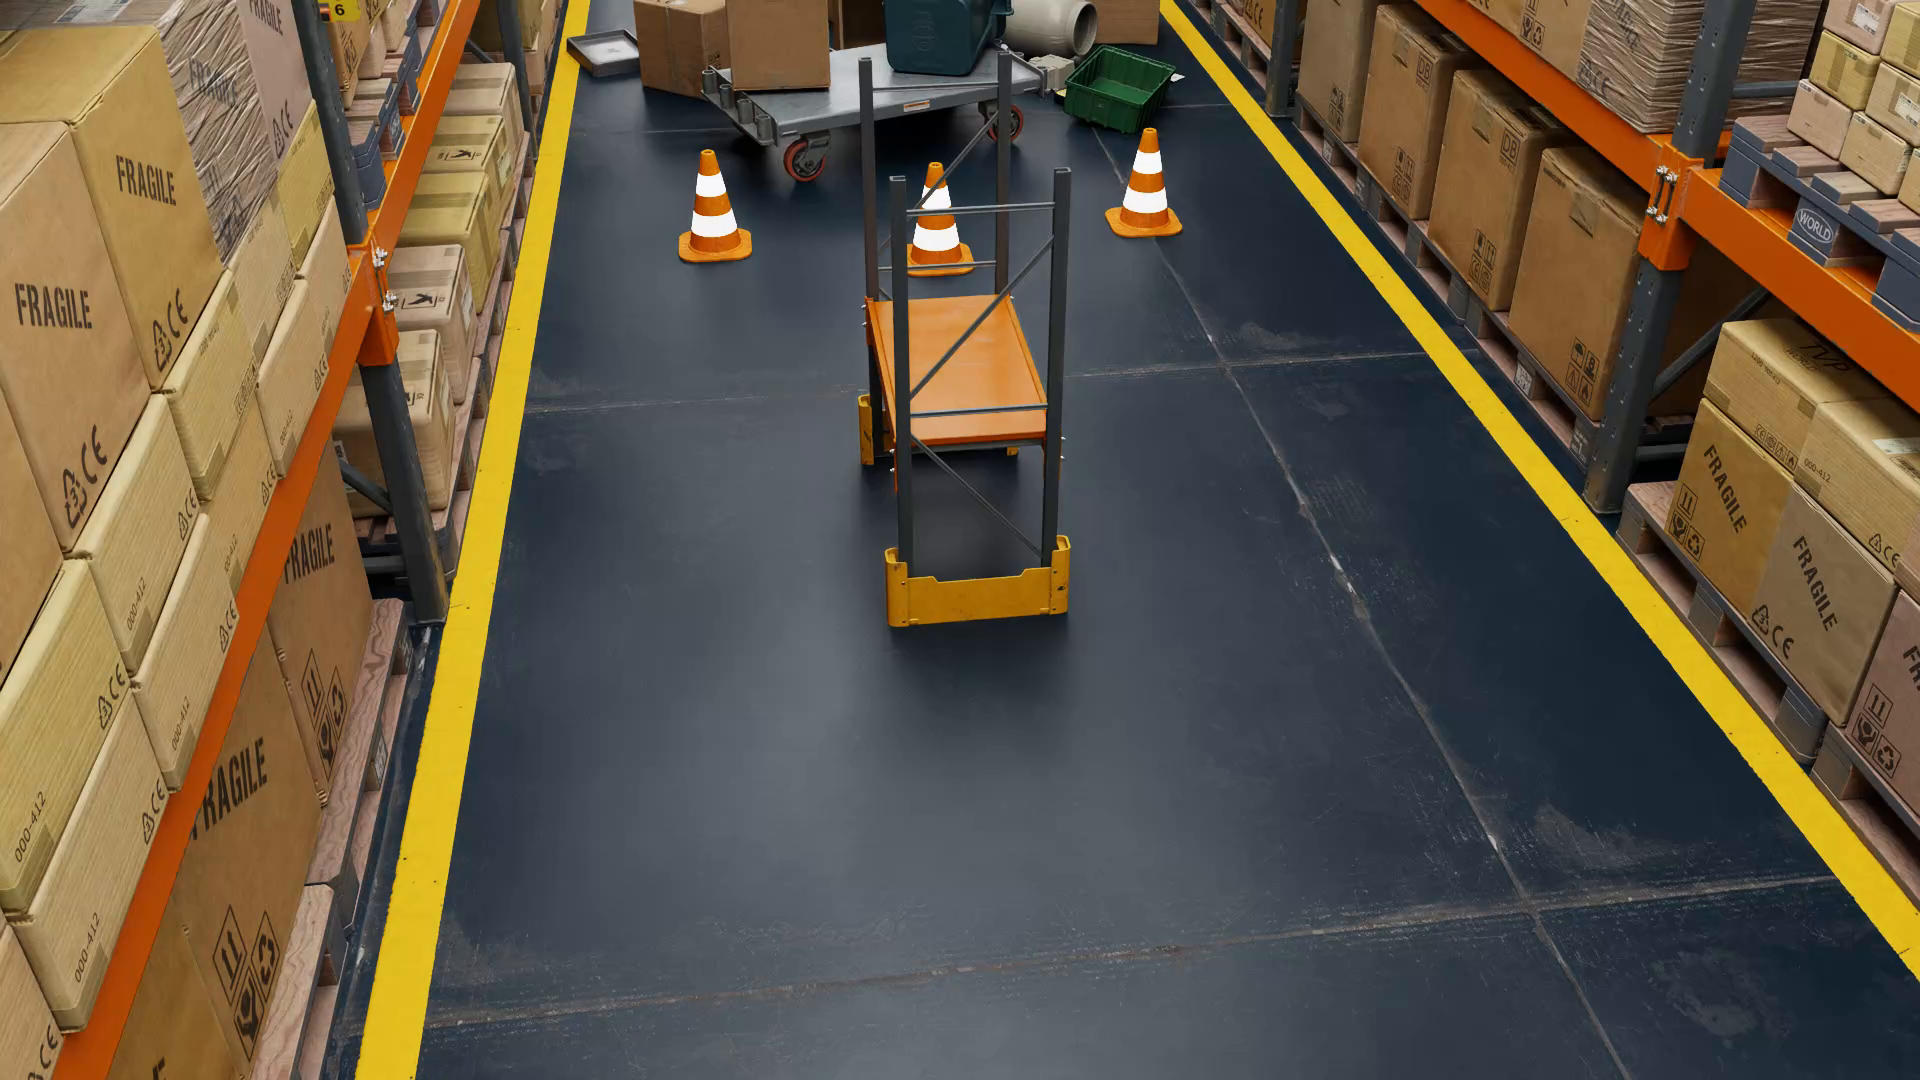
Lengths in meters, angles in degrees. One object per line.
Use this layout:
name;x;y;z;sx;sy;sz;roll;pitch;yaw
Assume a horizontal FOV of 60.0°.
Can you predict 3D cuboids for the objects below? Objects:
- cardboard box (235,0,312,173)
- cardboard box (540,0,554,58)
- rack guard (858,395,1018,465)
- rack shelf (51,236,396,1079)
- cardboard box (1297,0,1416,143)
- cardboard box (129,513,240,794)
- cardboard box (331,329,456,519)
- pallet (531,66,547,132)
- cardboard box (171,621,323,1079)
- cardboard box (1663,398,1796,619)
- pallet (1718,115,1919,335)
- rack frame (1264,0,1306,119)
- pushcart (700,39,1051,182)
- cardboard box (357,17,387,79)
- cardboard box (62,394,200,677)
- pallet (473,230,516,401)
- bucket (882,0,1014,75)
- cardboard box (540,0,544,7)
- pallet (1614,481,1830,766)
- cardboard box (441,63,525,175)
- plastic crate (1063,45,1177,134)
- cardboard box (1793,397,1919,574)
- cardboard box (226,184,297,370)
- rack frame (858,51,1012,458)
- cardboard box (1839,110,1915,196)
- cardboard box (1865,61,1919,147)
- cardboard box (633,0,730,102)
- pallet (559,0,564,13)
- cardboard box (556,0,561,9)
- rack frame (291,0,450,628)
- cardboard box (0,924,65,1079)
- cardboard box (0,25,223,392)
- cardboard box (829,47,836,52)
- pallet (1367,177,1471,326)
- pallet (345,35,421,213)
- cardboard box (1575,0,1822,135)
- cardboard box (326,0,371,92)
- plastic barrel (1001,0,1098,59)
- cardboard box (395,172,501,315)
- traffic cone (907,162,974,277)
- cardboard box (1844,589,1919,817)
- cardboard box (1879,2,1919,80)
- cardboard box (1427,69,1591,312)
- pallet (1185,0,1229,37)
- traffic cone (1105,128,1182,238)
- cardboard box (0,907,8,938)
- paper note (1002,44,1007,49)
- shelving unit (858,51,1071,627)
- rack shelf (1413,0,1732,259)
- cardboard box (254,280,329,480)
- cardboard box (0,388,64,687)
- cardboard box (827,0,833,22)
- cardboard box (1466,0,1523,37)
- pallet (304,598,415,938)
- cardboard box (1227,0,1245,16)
cardboard box;-1.829;-1.149;3.795;0.500;0.500;0.500;-5;35;-8
cardboard box;-2.590;-2.879;9.380;0.500;0.250;0.500;-3;34;-4
rack guard;-0.077;-0.424;6.150;0.587;0.250;0.087;-4;35;-6
rack shelf;-1.889;0.450;3.064;1.077;0.370;4.000;-4;35;-6
cardboard box;2.369;-2.531;8.425;1.050;0.750;0.750;-5;35;-7
cardboard box;-1.600;0.210;2.911;0.500;0.250;0.500;-5;35;-7
cardboard box;-2.224;-0.367;5.585;0.950;0.372;0.625;-7;35;-10
pallet;-2.821;-2.415;9.106;1.003;0.211;1.213;-4;35;-6
cardboard box;-2.031;0.631;3.674;0.875;0.875;0.875;-4;34;-6
cardboard box;2.576;-0.121;5.110;0.500;0.500;0.500;-6;35;-8
pallet;2.935;-0.925;4.615;1.213;0.211;1.003;-4;35;-6
rack frame;2.196;-3.626;8.408;1.000;3.000;0.127;-4;35;-6
pushcart;-0.443;-2.312;8.808;1.648;0.377;0.936;-16;38;-23
cardboard box;-2.013;-1.545;5.203;0.380;0.149;0.250;-7;35;-9
cardboard box;-1.609;0.003;2.771;0.500;0.250;0.500;-5;35;-8
pallet;-2.422;-0.926;6.922;1.003;0.211;1.213;-4;35;-6
bucket;-0.107;-2.803;8.757;0.726;0.611;0.620;7;45;10
cardboard box;-2.591;-3.190;9.170;0.500;0.500;0.500;-3;34;-4
pallet;2.838;0.194;5.278;1.003;0.211;1.213;-4;35;-6
cardboard box;-2.623;-1.990;7.967;0.950;0.372;0.625;-4;34;-6
plastic crate;0.874;-2.486;9.180;0.450;0.188;0.662;21;39;12
cardboard box;2.655;-0.159;4.500;0.500;0.250;0.500;-5;35;-7
cardboard box;-1.768;-0.571;3.613;0.500;0.250;0.500;-5;35;-8
rack frame;-0.080;-0.951;5.814;0.500;1.500;0.032;-4;35;-6
cardboard box;2.630;-1.049;4.476;0.380;0.149;0.250;-3;34;-4
cardboard box;2.639;-1.151;4.361;0.380;0.149;0.250;-3;34;-4
cardboard box;-1.491;-2.864;9.507;0.500;0.500;0.500;20;39;26
pallet;-3.149;-3.776;11.104;1.003;0.211;1.213;-4;35;-6
cardboard box;-2.720;-3.453;10.221;0.500;0.250;0.500;-6;35;-8
rack frame;-2.158;-0.963;4.499;1.000;3.000;0.127;-4;35;-6
cardboard box;-1.488;0.777;2.079;0.500;0.250;0.500;-5;35;-8
cardboard box;-1.691;-0.585;2.969;0.500;0.500;0.500;-4;35;-6
cardboard box;-0.678;-2.682;9.450;0.396;0.266;0.258;27;43;34
pallet;2.542;-1.367;7.568;1.003;0.211;1.213;-4;35;-6
pallet;-2.359;-1.273;5.125;1.213;0.211;1.003;-4;35;-6
cardboard box;2.407;-1.667;5.443;0.500;0.500;0.500;-4;35;-6
cardboard box;-1.989;-1.569;4.663;0.500;0.500;0.500;-5;35;-8
plastic barrel;0.523;-3.079;9.892;0.512;0.421;0.421;20;39;26
cardboard box;-2.427;-1.201;6.810;0.950;0.372;0.625;-3;34;-5
traffic cone;-0.112;-1.475;7.503;0.336;0.463;0.334;-4;35;-6
cardboard box;2.721;0.446;4.279;0.500;0.500;0.500;-5;35;-8
cardboard box;2.643;-1.287;4.298;0.380;0.149;0.250;-5;35;-8
cardboard box;2.620;-1.472;6.872;1.050;0.750;0.750;-4;34;-6
pallet;2.004;-3.587;10.826;1.003;0.211;1.213;-4;35;-6
traffic cone;0.880;-1.715;7.856;0.336;0.463;0.334;-4;35;-6
cardboard box;-1.497;0.569;1.941;0.500;0.250;0.500;-4;34;-6
paper note;0.200;-3.015;10.155;0.172;0.023;0.155;7;35;10
shelving unit;-0.010;-0.662;5.390;0.587;1.500;1.083;-4;35;-6
rack shelf;2.465;-2.213;6.973;1.077;0.370;4.000;-4;35;-6
cardboard box;-1.748;-0.355;3.740;0.500;0.250;0.500;-4;34;-6
cardboard box;-1.555;-0.015;2.131;0.500;0.500;0.500;-5;35;-8
cardboard box;-0.489;-3.607;10.596;0.637;0.503;0.797;27;43;34
cardboard box;2.274;-2.224;6.261;0.500;0.500;0.500;-5;35;-7
pallet;-2.126;0.635;4.631;1.003;0.211;1.213;-4;35;-6
cardboard box;2.056;-3.781;10.148;0.875;0.875;0.875;-4;34;-6
